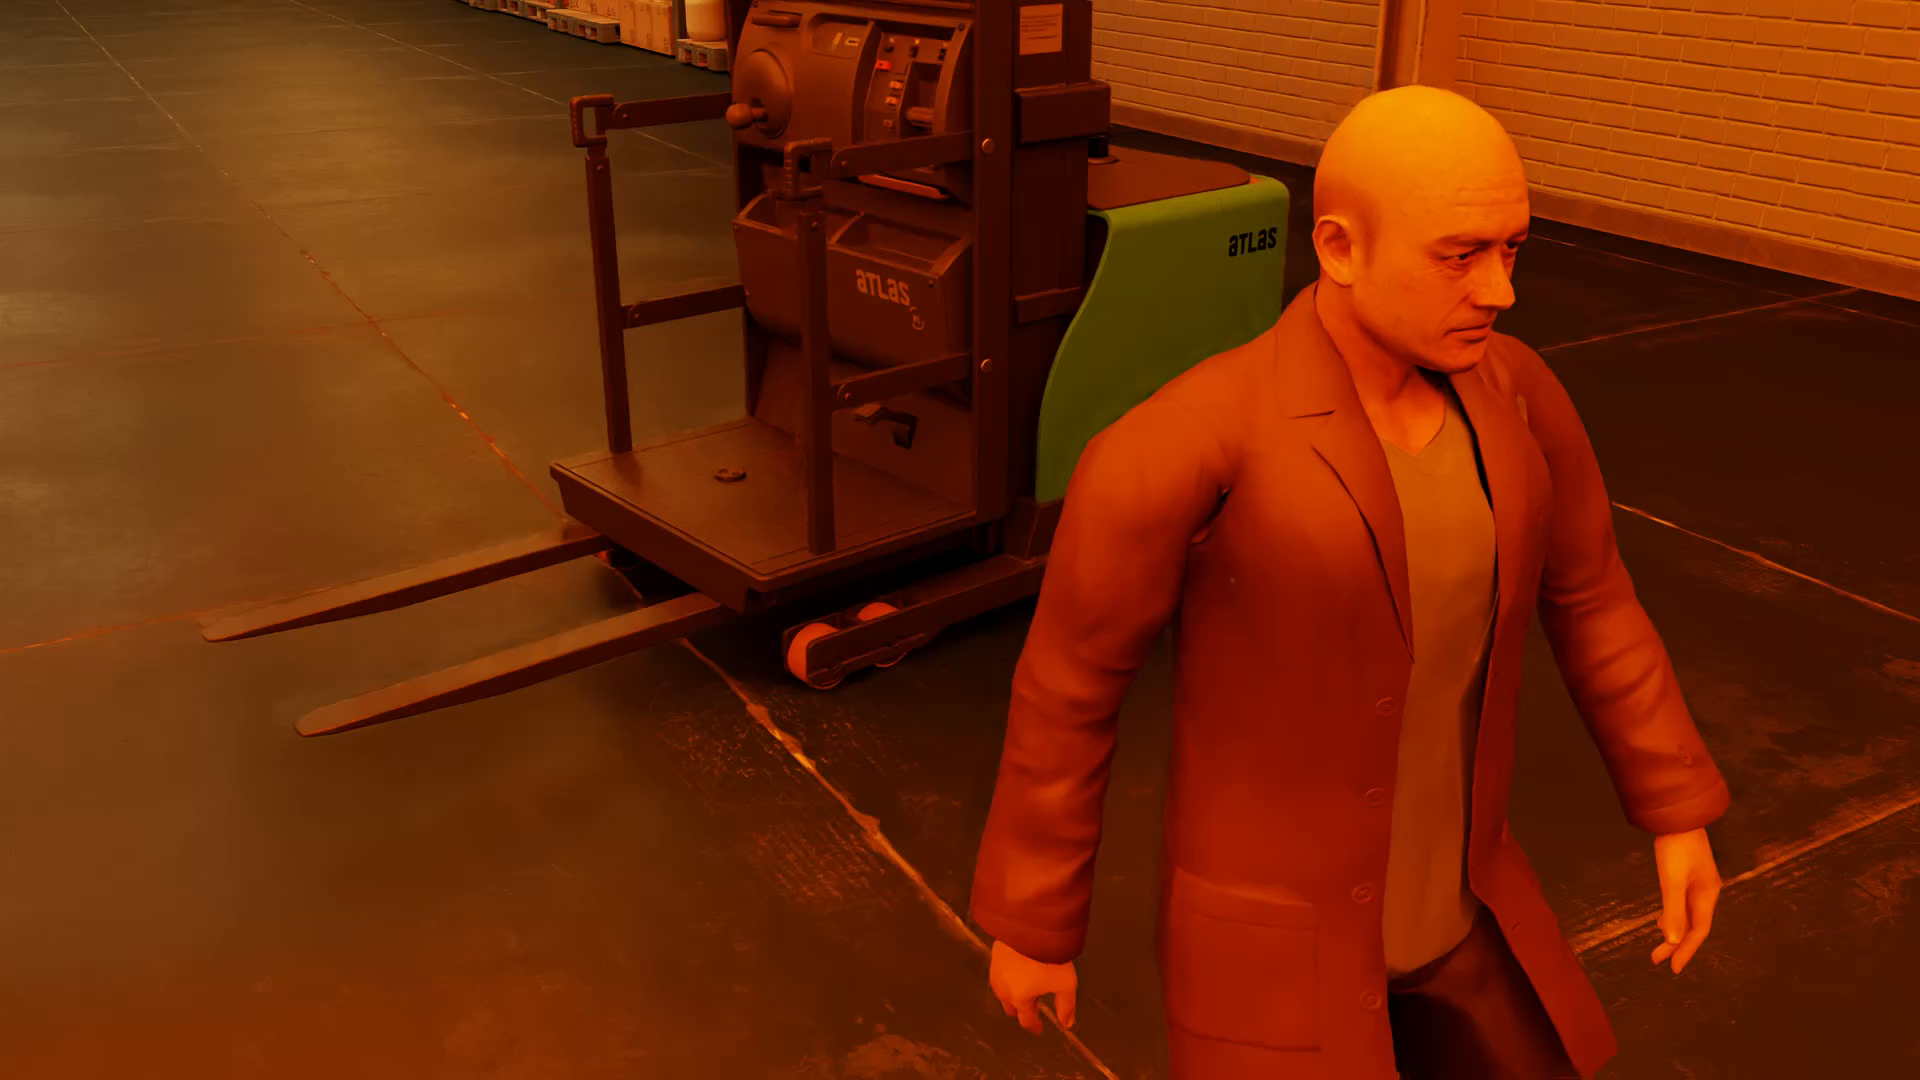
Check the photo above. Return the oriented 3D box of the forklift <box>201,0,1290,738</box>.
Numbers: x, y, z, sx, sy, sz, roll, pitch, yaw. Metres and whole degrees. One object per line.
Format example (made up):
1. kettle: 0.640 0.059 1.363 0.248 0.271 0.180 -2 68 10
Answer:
1. forklift: -0.460 -1.202 4.203 3.031 2.935 1.130 -18 28 -37

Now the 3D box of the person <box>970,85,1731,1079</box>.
1. person: 0.422 0.484 1.904 0.802 1.561 0.550 -12 25 -27
